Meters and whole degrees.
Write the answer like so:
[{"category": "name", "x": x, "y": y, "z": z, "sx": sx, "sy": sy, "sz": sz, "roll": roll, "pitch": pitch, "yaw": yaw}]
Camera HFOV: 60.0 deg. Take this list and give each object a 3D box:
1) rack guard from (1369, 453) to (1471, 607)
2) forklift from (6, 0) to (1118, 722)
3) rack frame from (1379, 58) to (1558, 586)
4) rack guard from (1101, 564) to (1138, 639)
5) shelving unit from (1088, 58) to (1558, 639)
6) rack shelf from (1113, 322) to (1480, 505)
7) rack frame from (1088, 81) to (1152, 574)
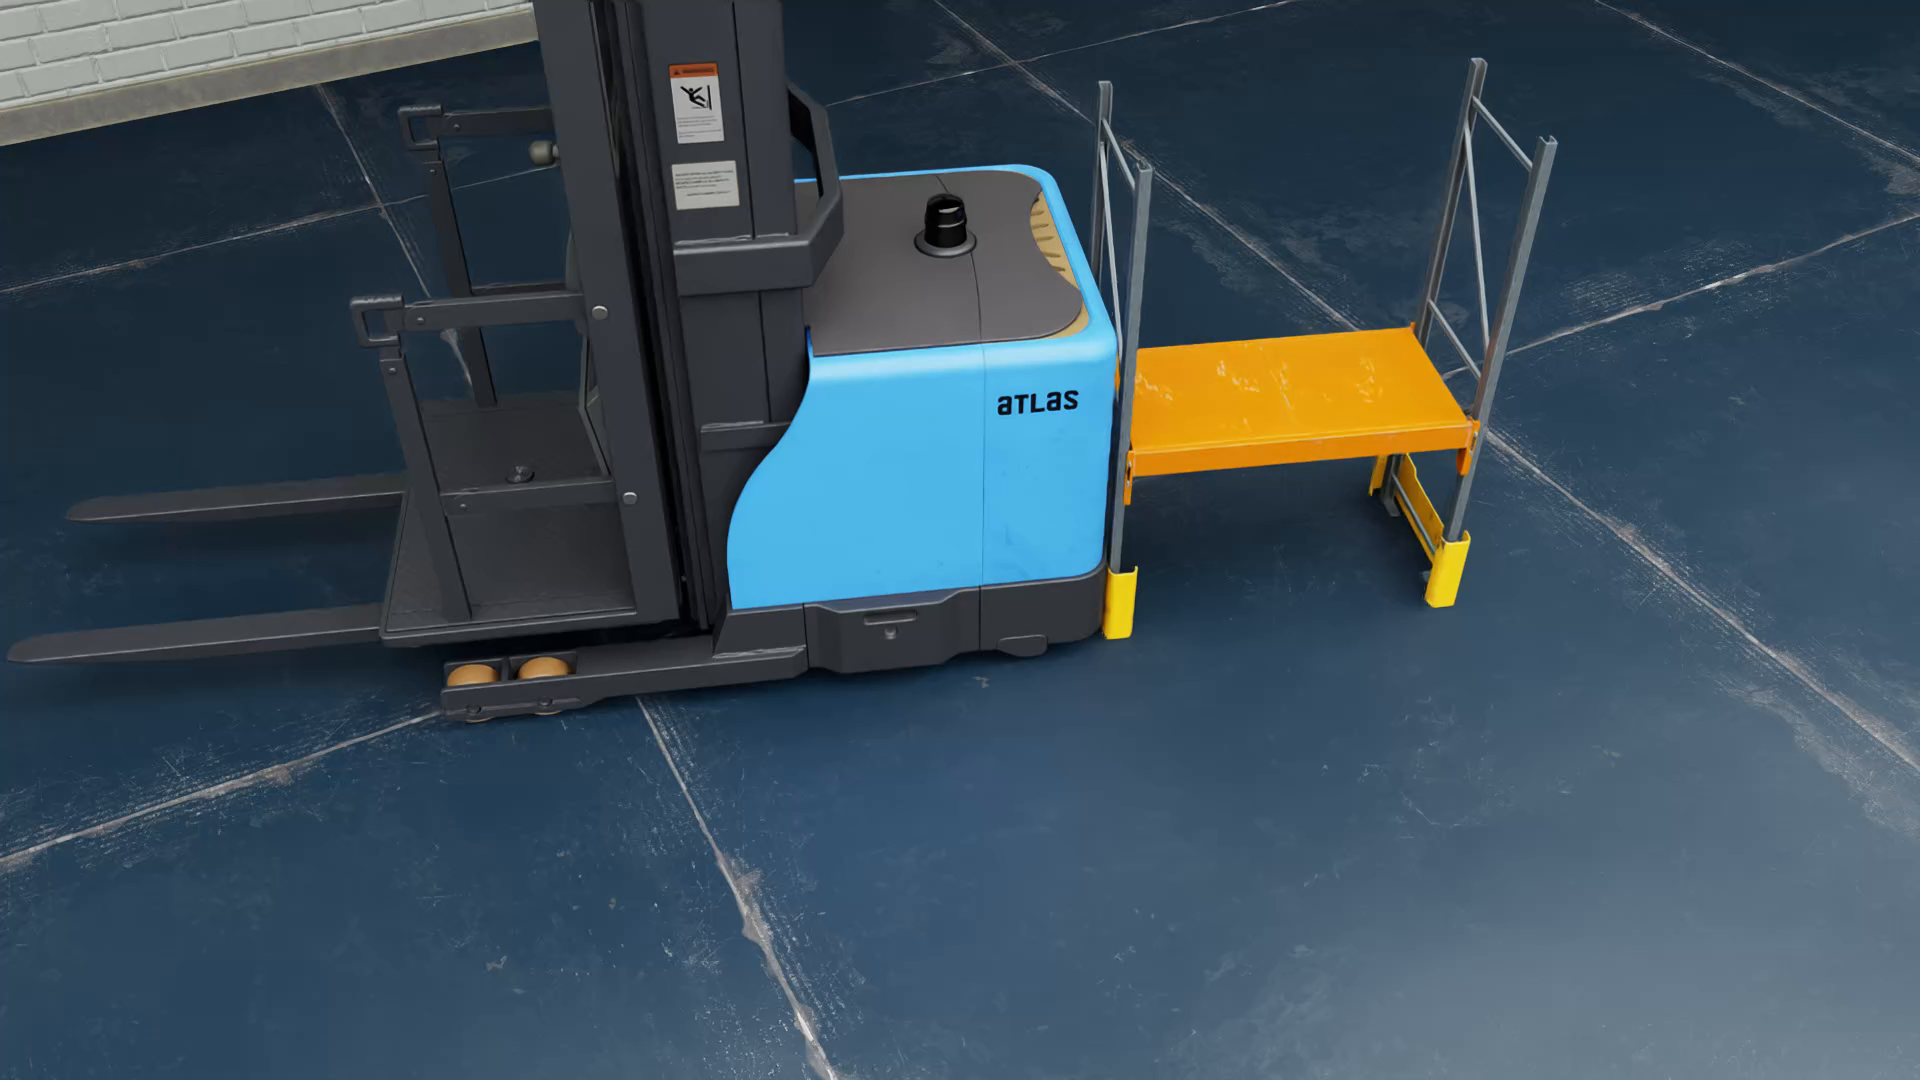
[{"category": "rack guard", "x": 1.416, "y": -0.082, "z": 5.153, "sx": 0.087, "sy": 0.250, "sz": 0.587, "roll": -5, "pitch": 41, "yaw": -6}, {"category": "forklift", "x": -1.143, "y": -0.976, "z": 4.134, "sx": 3.031, "sy": 2.935, "sz": 1.130, "roll": -5, "pitch": 41, "yaw": -6}, {"category": "rack frame", "x": 1.417, "y": -0.559, "z": 4.750, "sx": 0.032, "sy": 1.500, "sz": 0.500, "roll": -5, "pitch": 41, "yaw": -6}, {"category": "rack guard", "x": 0.430, "y": 0.008, "z": 5.048, "sx": 0.087, "sy": 0.250, "sz": 0.587, "roll": -5, "pitch": 41, "yaw": -6}, {"category": "shelving unit", "x": 0.923, "y": -0.514, "z": 4.697, "sx": 1.083, "sy": 1.500, "sz": 0.587, "roll": -5, "pitch": 41, "yaw": -6}, {"category": "rack shelf", "x": 0.914, "y": -0.376, "z": 4.812, "sx": 1.000, "sy": 0.185, "sz": 0.538, "roll": -5, "pitch": 41, "yaw": -6}, {"category": "rack frame", "x": 0.410, "y": -0.468, "z": 4.642, "sx": 0.032, "sy": 1.500, "sz": 0.500, "roll": -5, "pitch": 41, "yaw": -6}]
